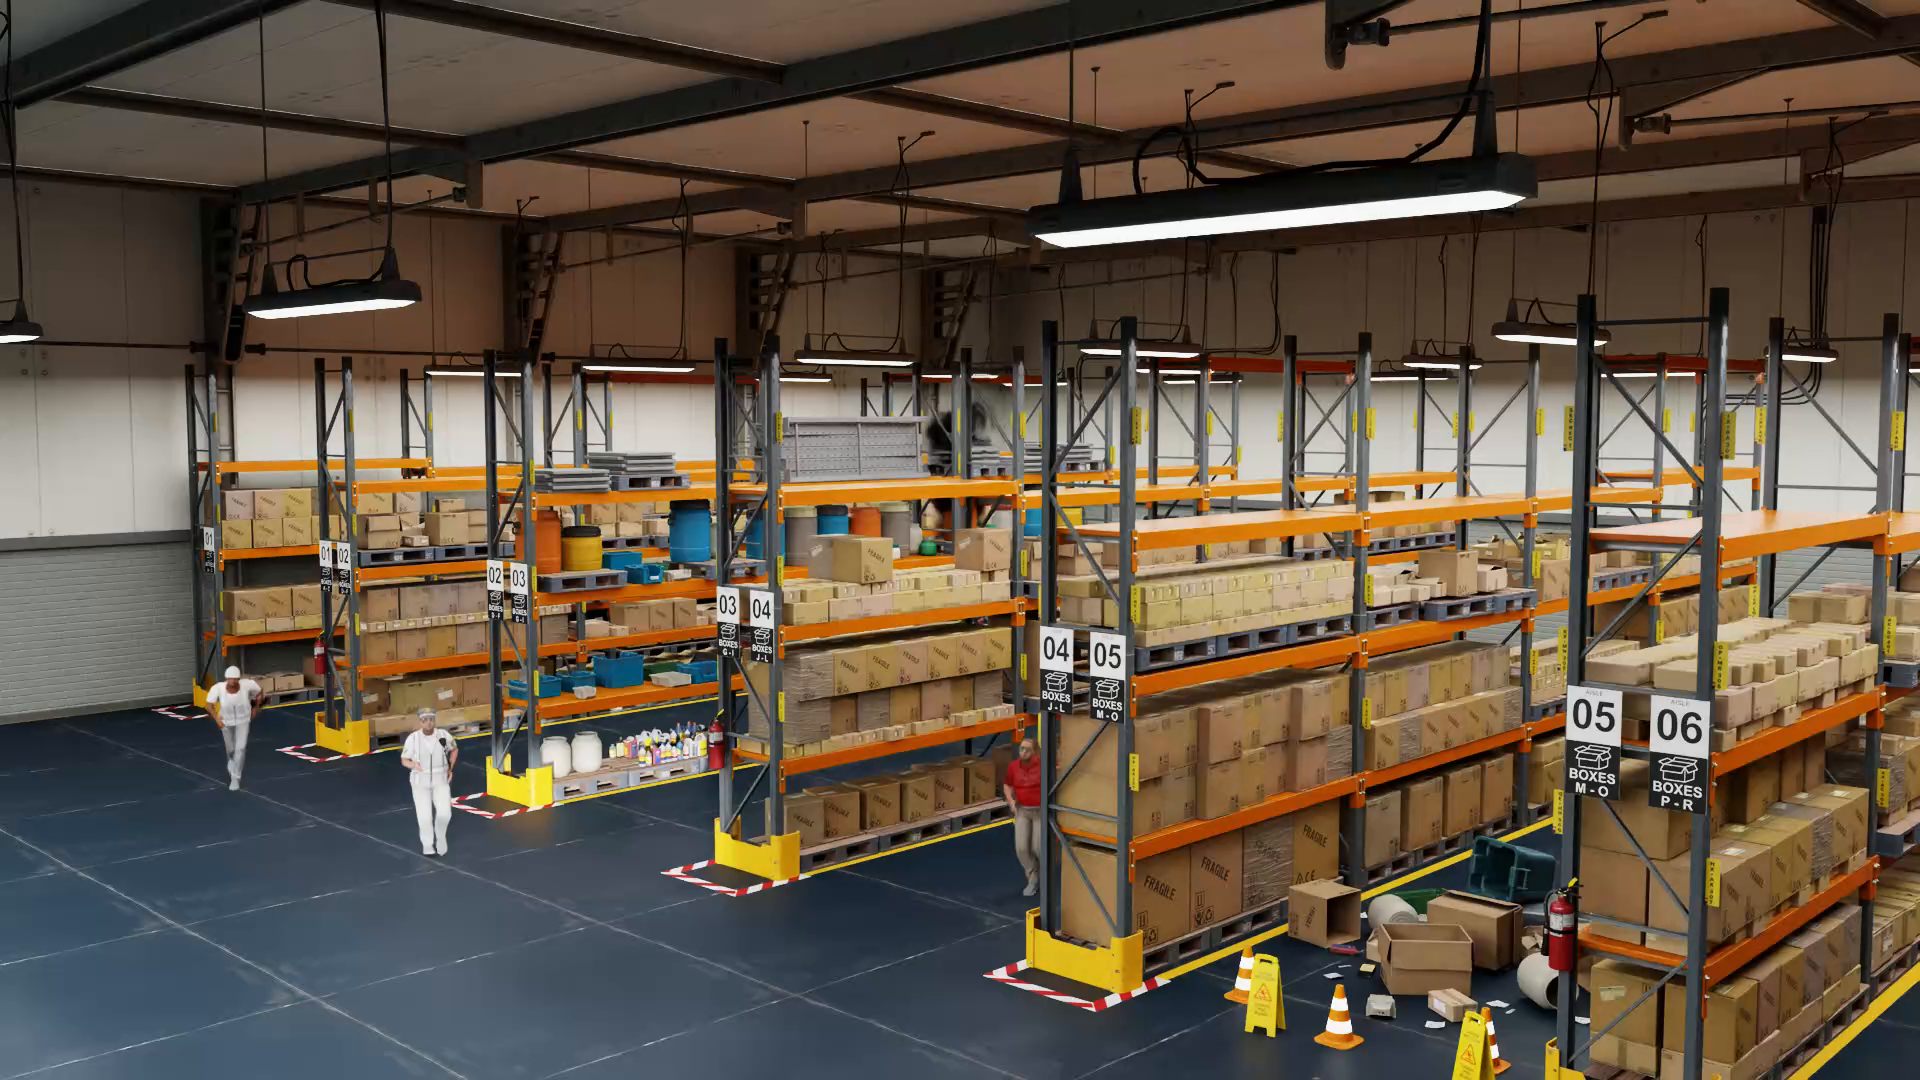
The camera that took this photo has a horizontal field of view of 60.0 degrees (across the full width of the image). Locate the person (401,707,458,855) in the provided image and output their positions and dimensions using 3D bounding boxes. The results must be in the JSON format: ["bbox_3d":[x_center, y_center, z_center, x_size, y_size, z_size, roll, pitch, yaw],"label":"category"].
[{"bbox_3d":[-6.122,2.815,19.270,0.647,1.764,0.627,-2,5,-22],"label":"person"}]

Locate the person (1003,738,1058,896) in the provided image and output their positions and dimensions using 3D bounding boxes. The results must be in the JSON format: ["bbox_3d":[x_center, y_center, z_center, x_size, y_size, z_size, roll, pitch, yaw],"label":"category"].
[{"bbox_3d":[0.795,2.972,18.016,0.695,1.692,0.648,2,5,19],"label":"person"}]

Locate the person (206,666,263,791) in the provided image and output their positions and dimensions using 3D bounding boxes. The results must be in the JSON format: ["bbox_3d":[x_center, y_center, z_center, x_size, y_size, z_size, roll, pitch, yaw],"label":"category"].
[{"bbox_3d":[-10.093,2.566,23.154,0.729,1.723,1.034,-2,5,-27],"label":"person"}]
